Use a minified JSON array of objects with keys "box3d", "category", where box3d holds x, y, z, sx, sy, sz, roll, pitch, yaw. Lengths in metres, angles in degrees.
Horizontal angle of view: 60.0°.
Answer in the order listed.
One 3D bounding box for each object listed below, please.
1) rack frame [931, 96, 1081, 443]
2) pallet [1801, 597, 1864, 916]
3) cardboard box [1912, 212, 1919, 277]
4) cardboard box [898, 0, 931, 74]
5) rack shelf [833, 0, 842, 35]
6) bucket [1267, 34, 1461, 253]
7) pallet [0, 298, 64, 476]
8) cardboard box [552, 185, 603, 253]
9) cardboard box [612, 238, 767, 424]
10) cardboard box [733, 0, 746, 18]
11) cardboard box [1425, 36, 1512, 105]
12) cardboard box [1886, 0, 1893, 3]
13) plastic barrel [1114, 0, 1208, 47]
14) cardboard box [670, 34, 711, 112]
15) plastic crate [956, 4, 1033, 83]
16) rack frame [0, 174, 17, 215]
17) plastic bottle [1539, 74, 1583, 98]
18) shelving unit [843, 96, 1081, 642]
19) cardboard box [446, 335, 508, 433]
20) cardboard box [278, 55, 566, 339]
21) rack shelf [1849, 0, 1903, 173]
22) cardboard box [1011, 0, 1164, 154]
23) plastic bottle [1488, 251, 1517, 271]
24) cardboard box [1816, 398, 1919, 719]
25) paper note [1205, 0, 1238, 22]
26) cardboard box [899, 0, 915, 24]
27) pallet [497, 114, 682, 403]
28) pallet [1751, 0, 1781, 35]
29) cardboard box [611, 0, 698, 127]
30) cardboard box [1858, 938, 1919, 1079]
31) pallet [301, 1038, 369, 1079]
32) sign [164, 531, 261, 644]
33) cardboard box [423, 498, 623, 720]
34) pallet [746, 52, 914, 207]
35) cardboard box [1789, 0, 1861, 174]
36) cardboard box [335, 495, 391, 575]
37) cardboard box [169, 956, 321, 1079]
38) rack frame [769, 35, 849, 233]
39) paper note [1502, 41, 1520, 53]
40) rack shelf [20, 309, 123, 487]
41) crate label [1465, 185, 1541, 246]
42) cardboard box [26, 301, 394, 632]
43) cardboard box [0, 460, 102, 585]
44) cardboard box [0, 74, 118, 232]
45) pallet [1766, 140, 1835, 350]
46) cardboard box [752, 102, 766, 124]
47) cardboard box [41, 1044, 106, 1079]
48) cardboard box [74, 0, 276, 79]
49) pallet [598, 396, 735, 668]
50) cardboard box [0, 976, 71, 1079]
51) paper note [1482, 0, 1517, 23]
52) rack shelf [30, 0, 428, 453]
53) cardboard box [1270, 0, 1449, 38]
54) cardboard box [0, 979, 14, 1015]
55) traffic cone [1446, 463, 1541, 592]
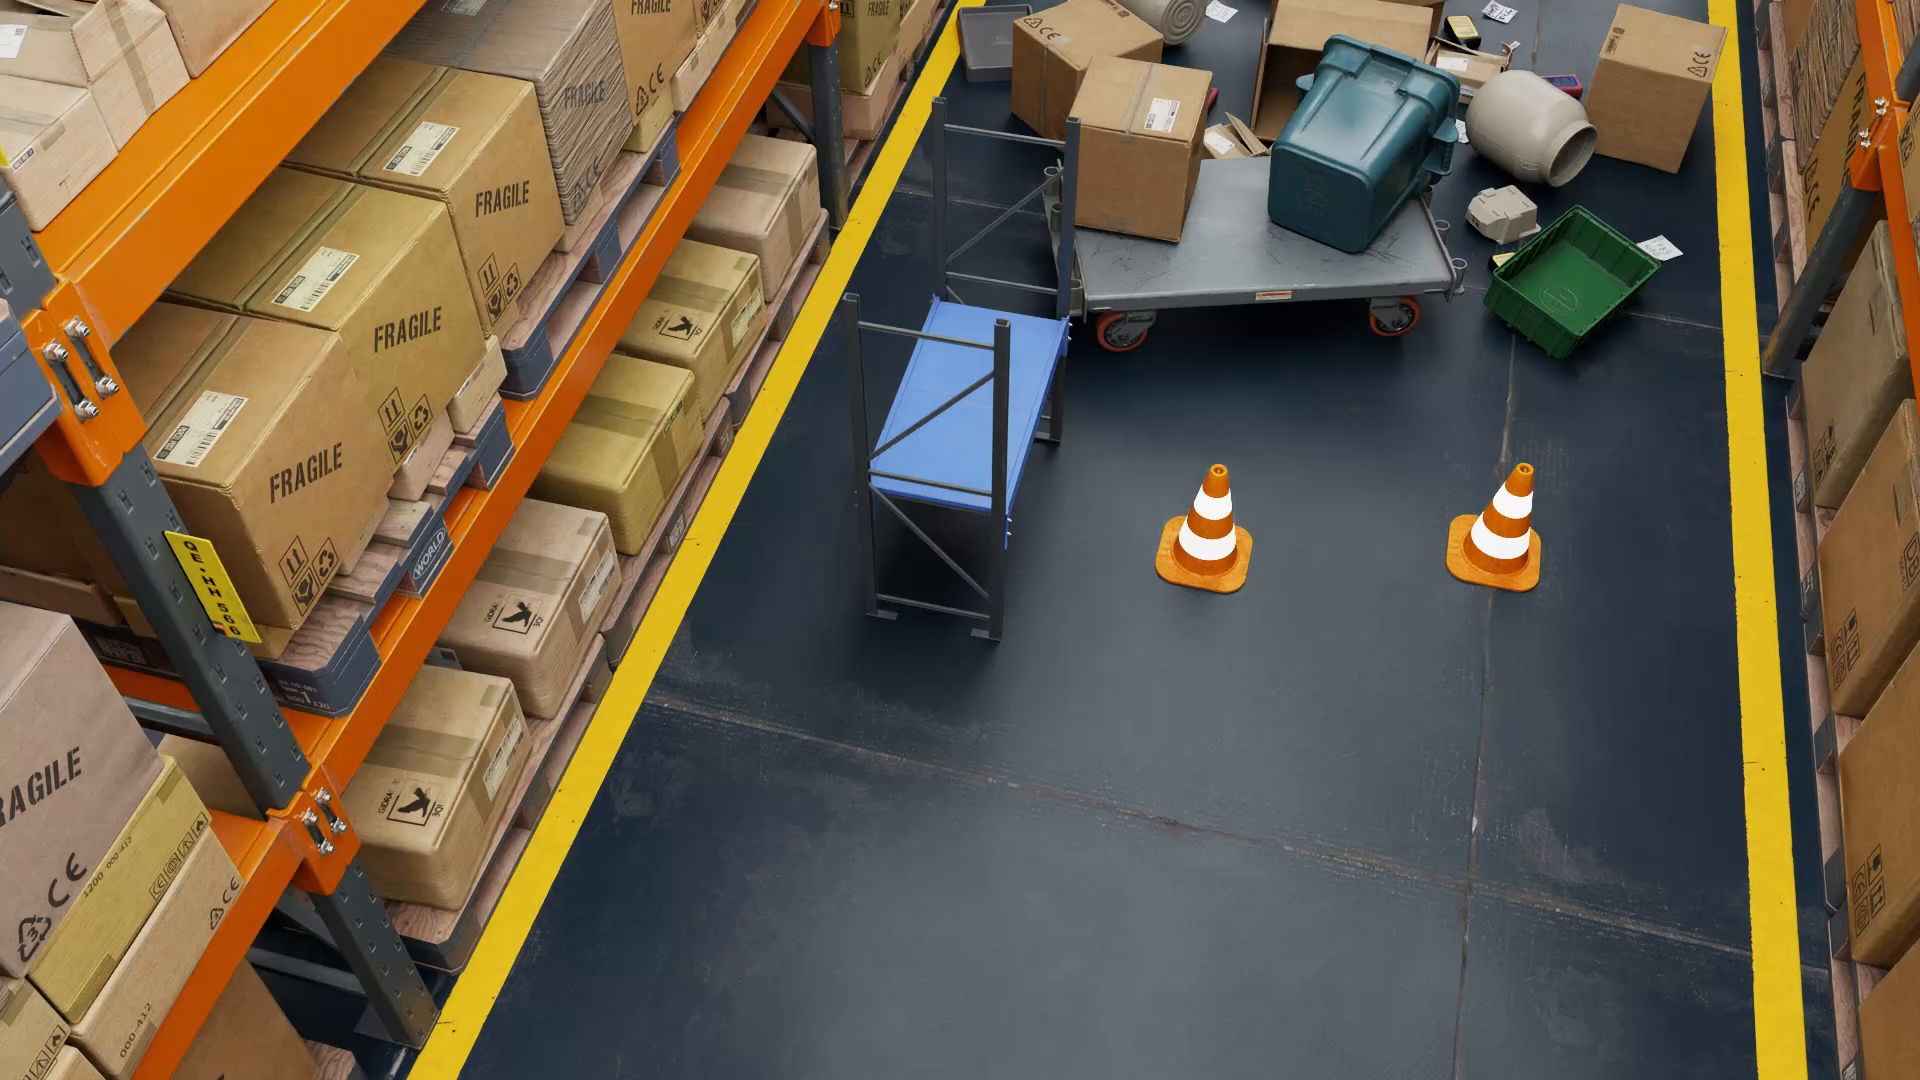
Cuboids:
[{"box3d":[0.154,-0.931,6.052,0.500,1.500,0.032,11,50,9],"category":"rack frame"},{"box3d":[3.349,0.768,5.432,1.003,0.211,1.213,12,50,10],"category":"pallet"},{"box3d":[3.269,-0.954,5.025,0.500,0.500,0.500,12,50,10],"category":"cardboard box"},{"box3d":[-0.458,-2.508,8.017,0.500,0.250,0.500,14,50,12],"category":"cardboard box"},{"box3d":[-0.477,-3.726,8.017,1.077,0.370,4.000,12,50,10],"category":"rack shelf"},{"box3d":[1.611,-1.587,6.819,0.726,0.611,0.620,28,64,22],"category":"bucket"},{"box3d":[-2.174,-0.078,2.443,1.213,0.211,1.003,14,50,12],"category":"pallet"},{"box3d":[-1.319,-1.038,5.052,0.380,0.149,0.250,13,50,11],"category":"cardboard box"},{"box3d":[-1.325,-0.886,6.504,0.950,0.372,0.625,14,50,12],"category":"cardboard box"},{"box3d":[-0.959,-1.959,5.866,0.380,0.149,0.250,10,49,9],"category":"cardboard box"},{"box3d":[2.475,-2.315,8.116,0.396,0.266,0.258,19,51,16],"category":"cardboard box"},{"box3d":[4.007,-2.335,6.210,0.875,0.550,0.550,12,50,10],"category":"cardboard box"},{"box3d":[0.967,-2.765,8.408,0.421,0.421,0.512,-27,54,-22],"category":"plastic barrel"},{"box3d":[-1.055,-1.581,5.532,0.380,0.149,0.250,12,50,10],"category":"cardboard box"},{"box3d":[0.201,-2.525,8.425,0.402,0.080,0.583,-4,49,-3],"category":"plastic crate"},{"box3d":[-2.056,-1.609,1.668,1.000,3.000,0.127,12,50,10],"category":"rack frame"},{"box3d":[2.900,-2.224,8.172,0.283,0.061,0.133,-4,49,-3],"category":"plastic bottle"},{"box3d":[0.029,-0.556,5.731,0.538,1.500,1.048,11,50,9],"category":"shelving unit"},{"box3d":[-1.475,-0.460,4.542,0.380,0.149,0.250,12,50,10],"category":"cardboard box"},{"box3d":[-1.451,-0.938,4.532,0.500,0.500,0.500,12,50,11],"category":"cardboard box"},{"box3d":[4.325,-2.822,7.220,1.077,0.370,4.000,12,50,10],"category":"rack shelf"},{"box3d":[0.592,-2.197,7.854,0.500,0.500,0.500,-27,54,-22],"category":"cardboard box"},{"box3d":[2.416,-1.139,7.214,0.133,0.061,0.283,-11,50,-10],"category":"plastic bottle"},{"box3d":[3.465,0.156,5.332,1.050,0.750,0.750,12,50,10],"category":"cardboard box"},{"box3d":[1.353,-2.763,8.676,0.148,0.019,0.142,28,54,22],"category":"paper note"},{"box3d":[-0.458,-2.757,7.737,0.500,0.500,0.500,13,50,12],"category":"cardboard box"},{"box3d":[-1.574,-1.000,5.260,1.003,0.211,1.213,12,50,10],"category":"pallet"},{"box3d":[4.717,-2.990,8.748,1.003,0.211,1.213,12,50,10],"category":"pallet"},{"box3d":[-1.174,-1.677,5.184,0.500,0.500,0.500,13,50,11],"category":"cardboard box"},{"box3d":[2.993,1.463,4.179,1.050,0.750,0.750,11,49,10],"category":"cardboard box"},{"box3d":[-2.336,1.854,4.473,1.003,0.211,1.213,12,50,10],"category":"pallet"},{"box3d":[-1.520,0.100,3.389,0.100,0.325,0.005,12,50,10],"category":"sign"},{"box3d":[-1.711,0.165,5.577,0.950,0.372,0.625,11,49,9],"category":"cardboard box"},{"box3d":[-0.860,-2.087,7.951,1.003,0.211,1.213,12,50,10],"category":"pallet"},{"box3d":[4.266,-2.143,7.278,0.875,0.875,0.875,12,50,10],"category":"cardboard box"},{"box3d":[-1.684,-0.076,4.204,0.380,0.149,0.250,9,49,8],"category":"cardboard box"},{"box3d":[-2.318,1.423,4.130,0.875,0.875,0.875,11,50,10],"category":"cardboard box"},{"box3d":[-1.003,-2.517,6.471,1.000,3.000,0.127,12,50,10],"category":"rack frame"},{"box3d":[2.804,-2.505,8.455,0.123,0.001,0.032,-37,58,-28],"category":"paper note"},{"box3d":[-2.582,1.068,1.786,1.077,0.370,4.000,12,50,10],"category":"rack shelf"},{"box3d":[2.429,-1.466,7.452,0.298,0.136,0.250,-19,51,-16],"category":"crate label"},{"box3d":[-1.714,-0.174,3.858,0.500,0.500,0.500,10,49,9],"category":"cardboard box"},{"box3d":[-2.204,-0.278,3.949,0.500,0.500,0.500,10,49,9],"category":"cardboard box"},{"box3d":[-1.809,-0.728,3.058,0.380,0.149,0.250,12,50,10],"category":"cardboard box"},{"box3d":[4.075,-1.225,7.191,1.003,0.211,1.213,12,50,10],"category":"pallet"},{"box3d":[-1.107,-2.227,7.769,0.500,0.250,0.500,14,50,12],"category":"cardboard box"},{"box3d":[-2.058,1.215,3.277,0.500,0.250,0.500,12,50,11],"category":"cardboard box"},{"box3d":[-1.797,-1.333,3.359,0.700,0.500,0.500,12,50,10],"category":"cardboard box"},{"box3d":[-1.526,-0.146,6.238,1.003,0.211,1.213,12,50,10],"category":"pallet"},{"box3d":[-2.070,1.032,3.105,0.500,0.250,0.500,10,49,9],"category":"cardboard box"},{"box3d":[2.812,-2.755,8.662,0.144,0.017,0.142,28,54,22],"category":"paper note"},{"box3d":[-1.529,-1.825,4.339,1.077,0.370,4.000,12,50,10],"category":"rack shelf"},{"box3d":[2.030,-2.814,8.398,0.797,0.503,0.637,-19,51,-16],"category":"cardboard box"},{"box3d":[-2.067,0.811,2.800,0.500,0.500,0.500,12,50,11],"category":"cardboard box"},{"box3d":[1.989,-0.102,6.031,0.336,0.463,0.334,12,50,10],"category":"traffic cone"}]
